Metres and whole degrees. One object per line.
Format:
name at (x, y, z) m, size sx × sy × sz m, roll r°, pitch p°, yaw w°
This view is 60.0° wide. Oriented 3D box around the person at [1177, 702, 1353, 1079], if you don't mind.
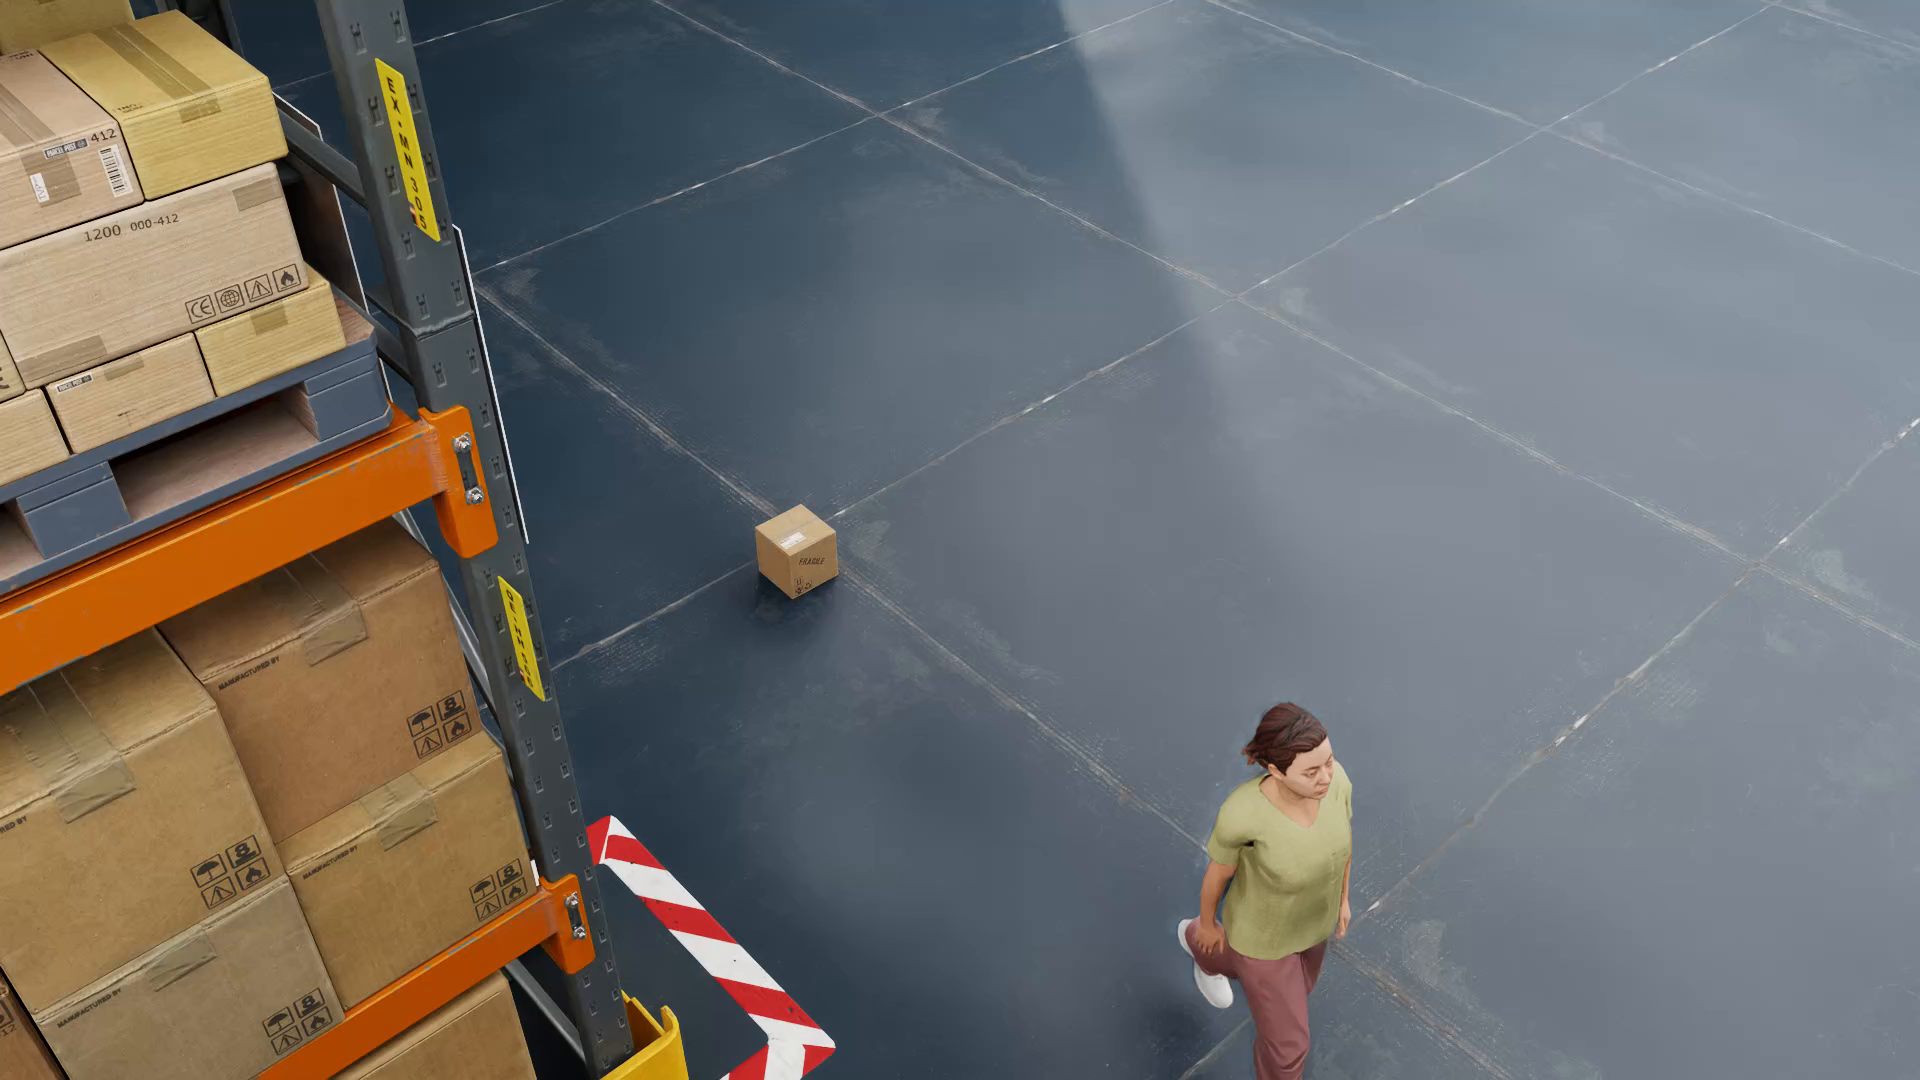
person at (0.921, 1.082, 4.859) m, size 0.454 × 1.635 × 0.882 m, roll -20°, pitch 44°, yaw -22°
